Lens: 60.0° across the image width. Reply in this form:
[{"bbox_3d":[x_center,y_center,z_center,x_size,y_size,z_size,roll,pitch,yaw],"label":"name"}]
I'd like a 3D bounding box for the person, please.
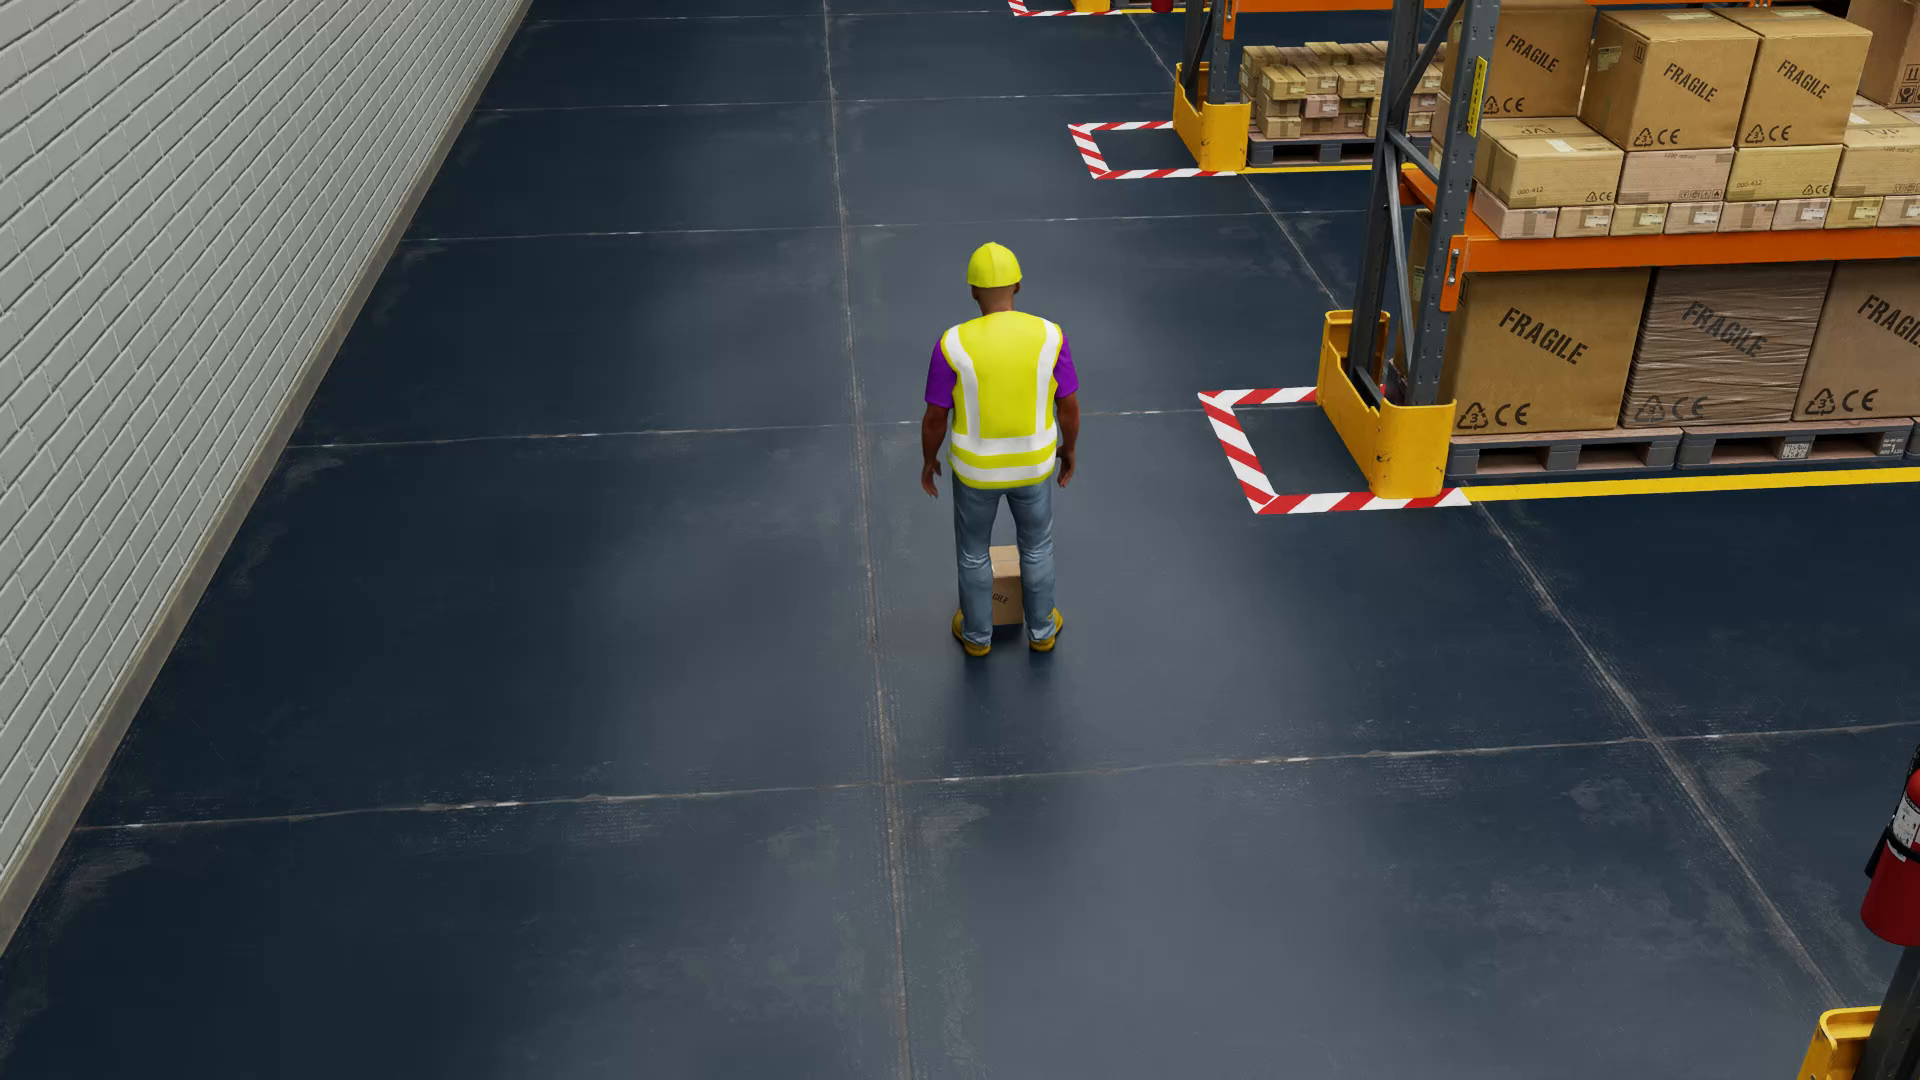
[{"bbox_3d":[0.160,-0.330,6.666,0.637,1.761,0.455,-4,31,-7],"label":"person"}]
